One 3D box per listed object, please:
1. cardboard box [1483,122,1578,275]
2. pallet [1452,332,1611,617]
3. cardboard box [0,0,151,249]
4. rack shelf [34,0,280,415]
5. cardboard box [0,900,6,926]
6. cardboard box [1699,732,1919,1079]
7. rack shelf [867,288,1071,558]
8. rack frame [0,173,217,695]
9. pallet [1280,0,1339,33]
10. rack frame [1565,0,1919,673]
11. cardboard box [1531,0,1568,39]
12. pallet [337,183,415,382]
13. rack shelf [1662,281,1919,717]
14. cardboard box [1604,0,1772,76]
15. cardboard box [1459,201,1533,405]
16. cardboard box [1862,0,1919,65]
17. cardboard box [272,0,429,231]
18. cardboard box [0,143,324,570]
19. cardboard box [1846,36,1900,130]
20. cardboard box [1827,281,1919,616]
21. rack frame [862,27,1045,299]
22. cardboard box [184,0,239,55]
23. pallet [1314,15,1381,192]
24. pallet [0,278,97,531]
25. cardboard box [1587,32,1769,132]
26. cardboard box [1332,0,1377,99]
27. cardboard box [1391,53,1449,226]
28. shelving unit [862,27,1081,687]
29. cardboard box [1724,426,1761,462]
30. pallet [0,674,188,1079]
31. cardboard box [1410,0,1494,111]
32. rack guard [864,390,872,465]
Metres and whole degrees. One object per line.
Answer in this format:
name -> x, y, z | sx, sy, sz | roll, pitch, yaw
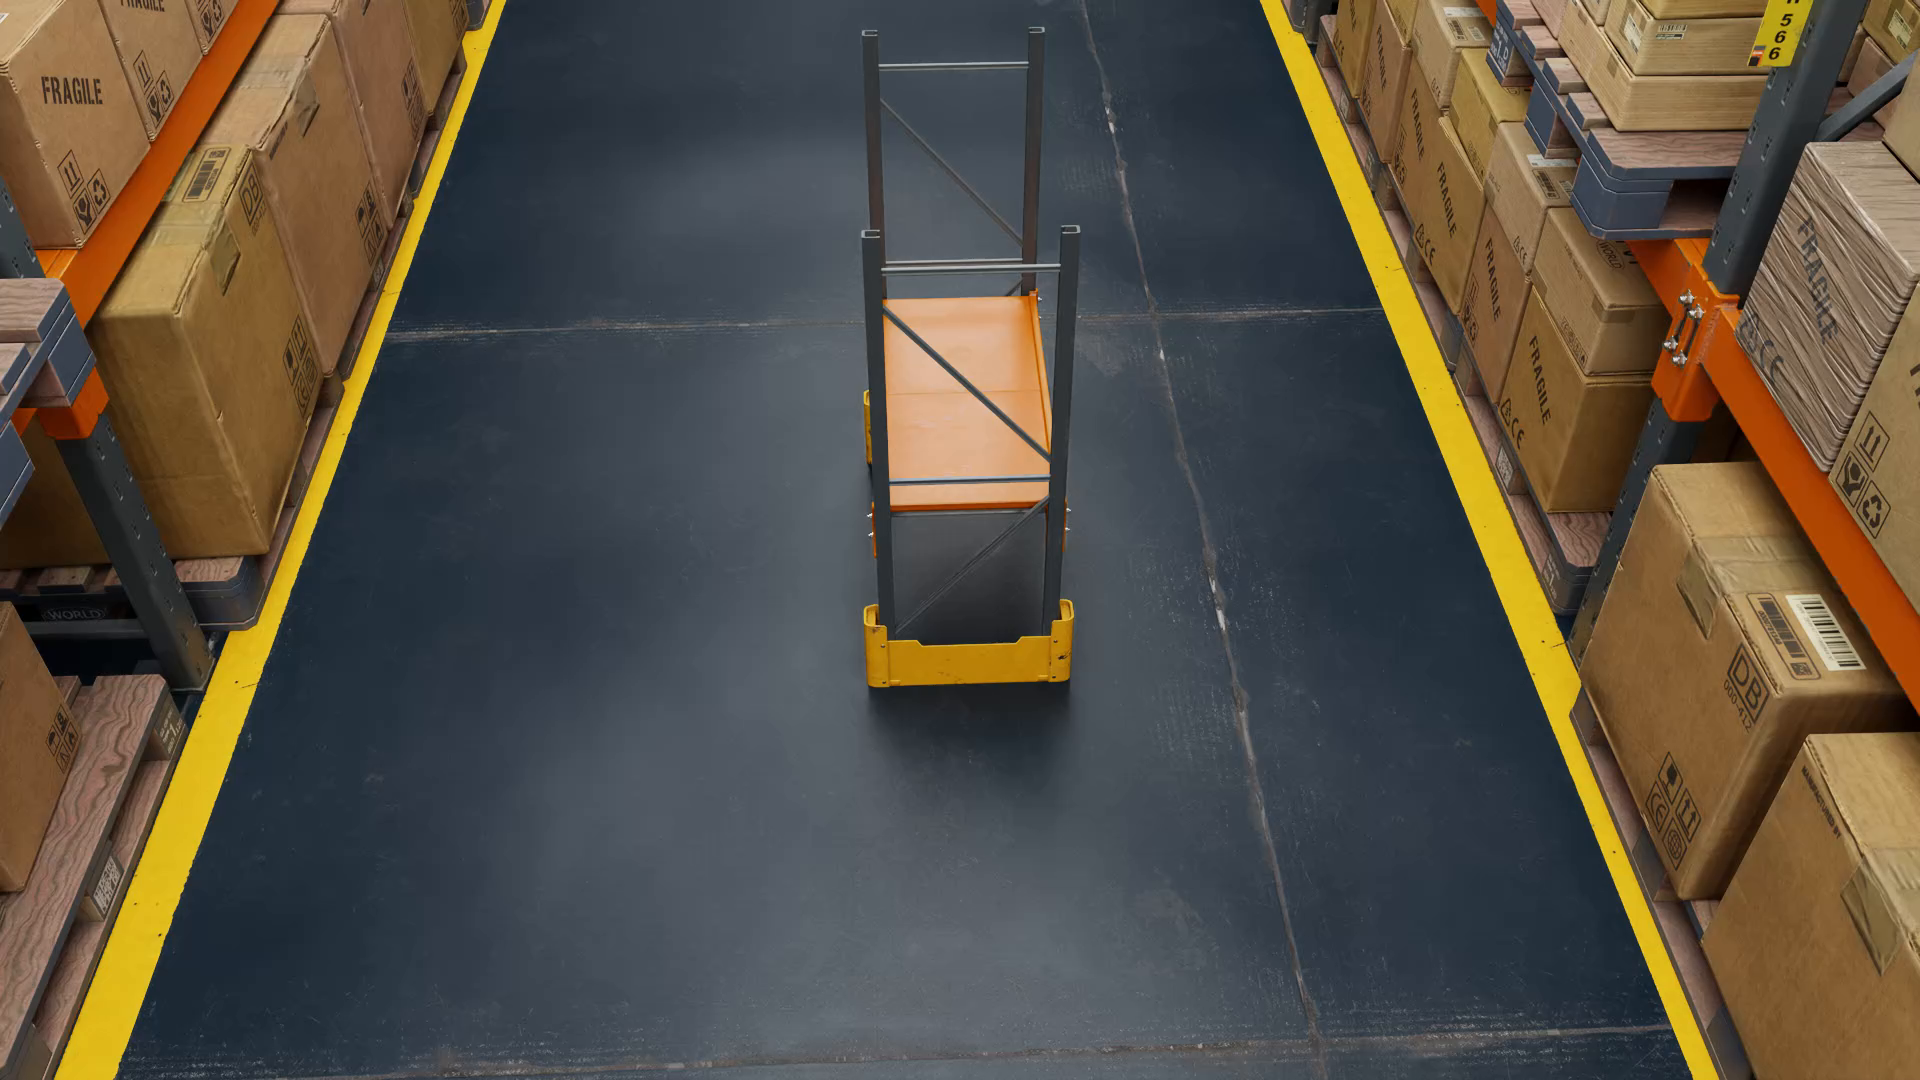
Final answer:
cardboard box -> 1.966, -1.072, 5.184 | 0.500, 0.250, 0.500 | -1, 43, -1
pallet -> 2.258, -0.267, 5.385 | 1.003, 0.211, 1.213 | -2, 43, -2
cardboard box -> -2.419, -1.066, 4.119 | 0.500, 0.500, 0.500 | 0, 43, -1
rack shelf -> -2.755, -1.778, 5.502 | 1.077, 0.370, 4.000 | -2, 43, -2
cardboard box -> -2.585, 0.892, 3.581 | 0.700, 0.500, 0.500 | -5, 43, -5
cardboard box -> 2.266, 0.911, 3.390 | 1.050, 0.750, 0.750 | -1, 43, -1
rack shelf -> 0.004, -0.363, 4.802 | 0.538, 0.185, 1.000 | -2, 43, -2
rack frame -> -2.670, -0.693, 3.786 | 1.000, 3.000, 0.127 | -2, 43, -2
pallet -> 2.056, -2.892, 8.249 | 1.003, 0.211, 1.213 | -2, 43, -2
rack frame -> 2.290, -0.767, 3.867 | 1.000, 3.000, 0.127 | -2, 43, -2
cardboard box -> 1.789, -1.491, 4.532 | 0.380, 0.149, 0.250 | -1, 43, -1
pallet -> -2.677, -1.021, 6.208 | 1.003, 0.211, 1.213 | -2, 43, -2
rack shelf -> 2.375, 0.848, 2.637 | 1.077, 0.370, 4.000 | -2, 43, -2
cardboard box -> 1.814, -1.260, 4.059 | 0.380, 0.149, 0.250 | -1, 43, -1
cardboard box -> 1.982, -0.788, 5.429 | 0.500, 0.500, 0.500 | 0, 43, 0
cardboard box -> 2.470, -1.271, 4.072 | 0.380, 0.149, 0.250 | 0, 43, 0
cardboard box -> -2.754, -1.730, 6.180 | 1.225, 0.875, 0.875 | -3, 43, -3
cardboard box -> -2.679, -0.531, 4.871 | 1.225, 0.875, 0.875 | -3, 43, -4
cardboard box -> 2.472, -1.137, 4.146 | 0.380, 0.149, 0.250 | -2, 43, -2
cardboard box -> 2.063, -0.150, 3.120 | 0.500, 0.500, 0.500 | -2, 43, -2
rack frame -> -0.018, -0.838, 5.055 | 0.500, 1.500, 0.032 | -2, 43, -2
cardboard box -> -2.468, -1.760, 4.876 | 0.500, 0.500, 0.500 | -2, 43, -3
pallet -> 2.154, -1.914, 7.182 | 1.003, 0.211, 1.213 | -2, 43, -2
pallet -> -2.533, -0.144, 3.330 | 1.213, 0.211, 1.003 | -2, 43, -2
cardboard box -> 1.809, -1.149, 4.159 | 0.380, 0.149, 0.250 | -1, 43, -1
cardboard box -> 1.886, -2.195, 6.963 | 0.500, 0.500, 0.500 | 0, 43, 0
cardboard box -> 1.946, -1.484, 6.188 | 0.500, 0.500, 0.500 | -1, 43, -1
shelving unit -> 0.003, -0.501, 4.687 | 0.587, 1.500, 1.083 | -2, 43, -2
cardboard box -> 2.514, -0.486, 5.099 | 0.500, 0.500, 0.500 | -3, 43, -4
pallet -> -2.638, 0.862, 4.153 | 1.003, 0.211, 1.213 | -2, 43, -2
cardboard box -> 1.930, -1.767, 5.942 | 0.500, 0.250, 0.500 | 0, 43, 0
rack guard -> -0.018, -0.377, 5.476 | 0.587, 0.250, 0.087 | -2, 43, -2
